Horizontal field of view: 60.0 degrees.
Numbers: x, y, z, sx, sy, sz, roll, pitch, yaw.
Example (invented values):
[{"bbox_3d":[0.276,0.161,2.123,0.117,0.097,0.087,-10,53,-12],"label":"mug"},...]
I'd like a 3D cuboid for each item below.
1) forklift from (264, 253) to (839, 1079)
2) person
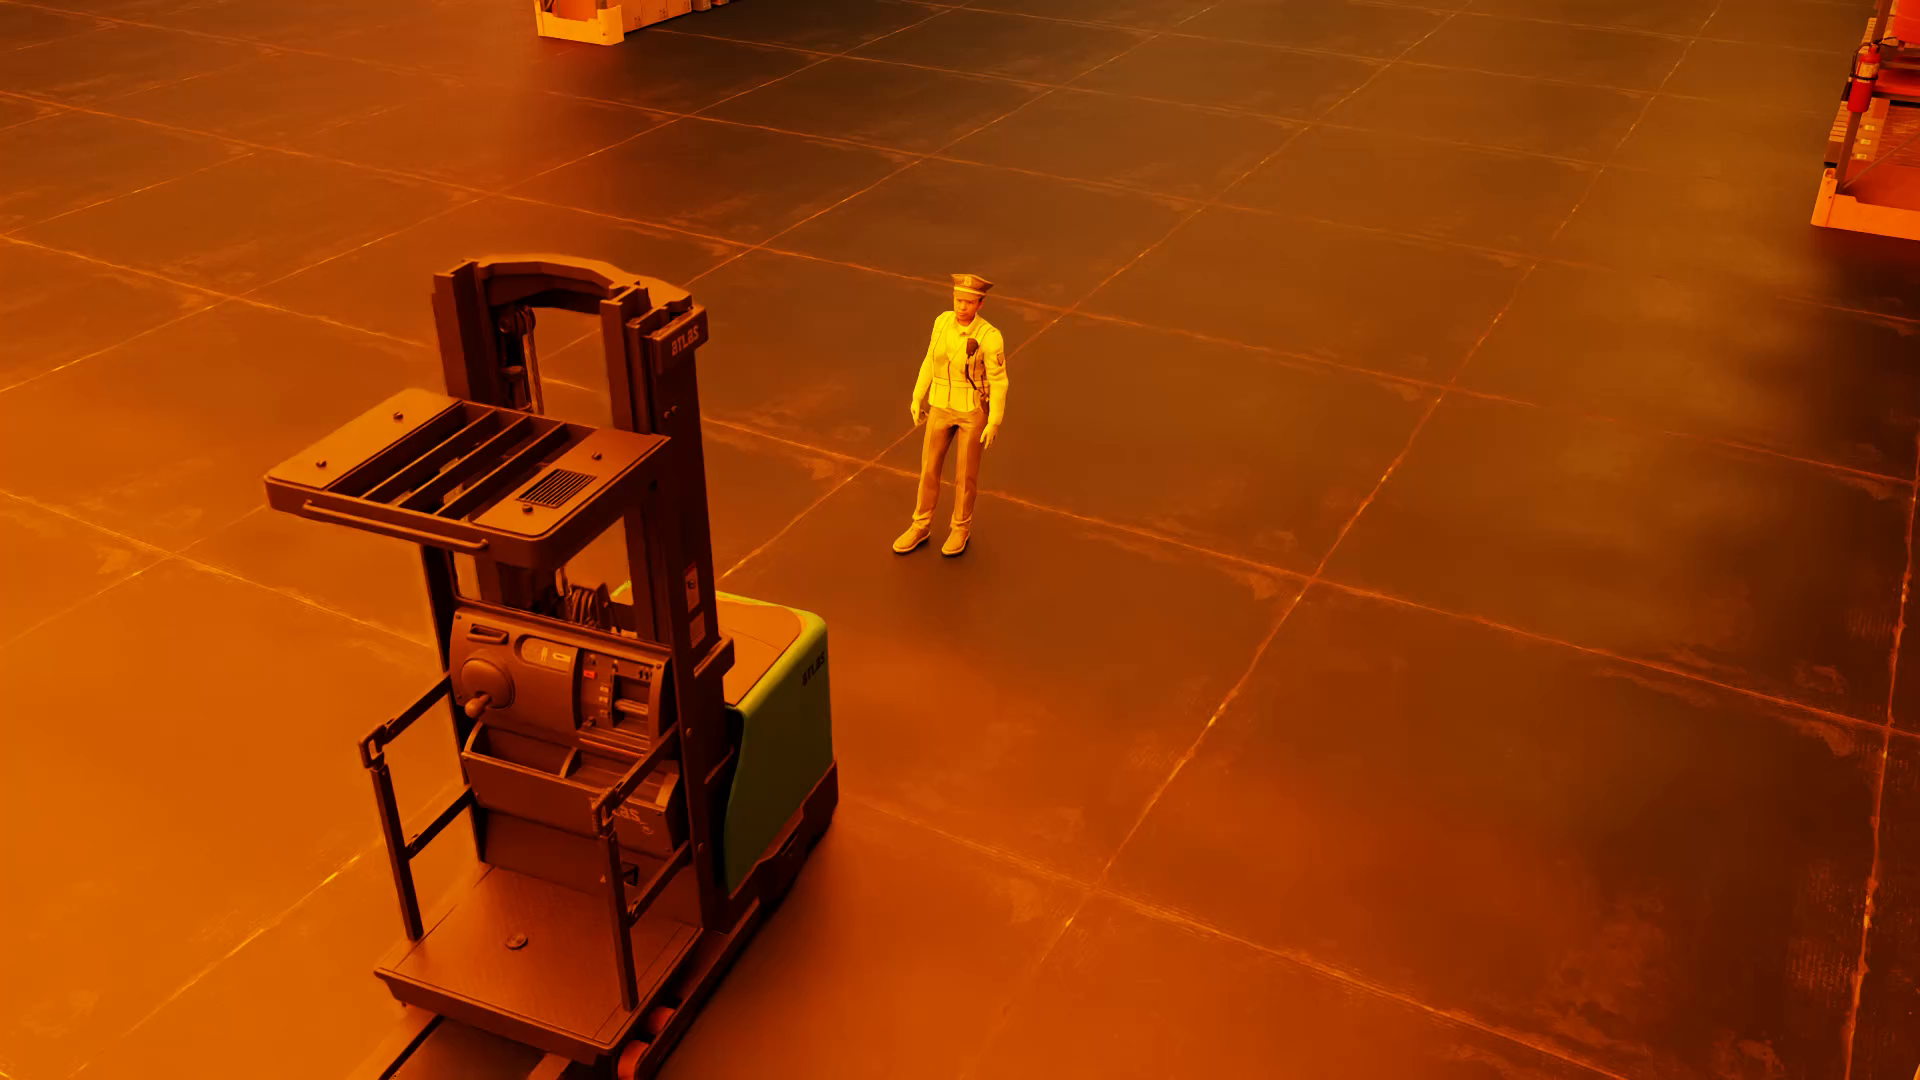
[{"bbox_3d":[-1.593,0.579,6.068,1.130,2.935,3.031,12,32,19],"label":"forklift"},{"bbox_3d":[-0.040,-0.712,9.527,0.586,1.694,0.530,15,33,25],"label":"person"}]
